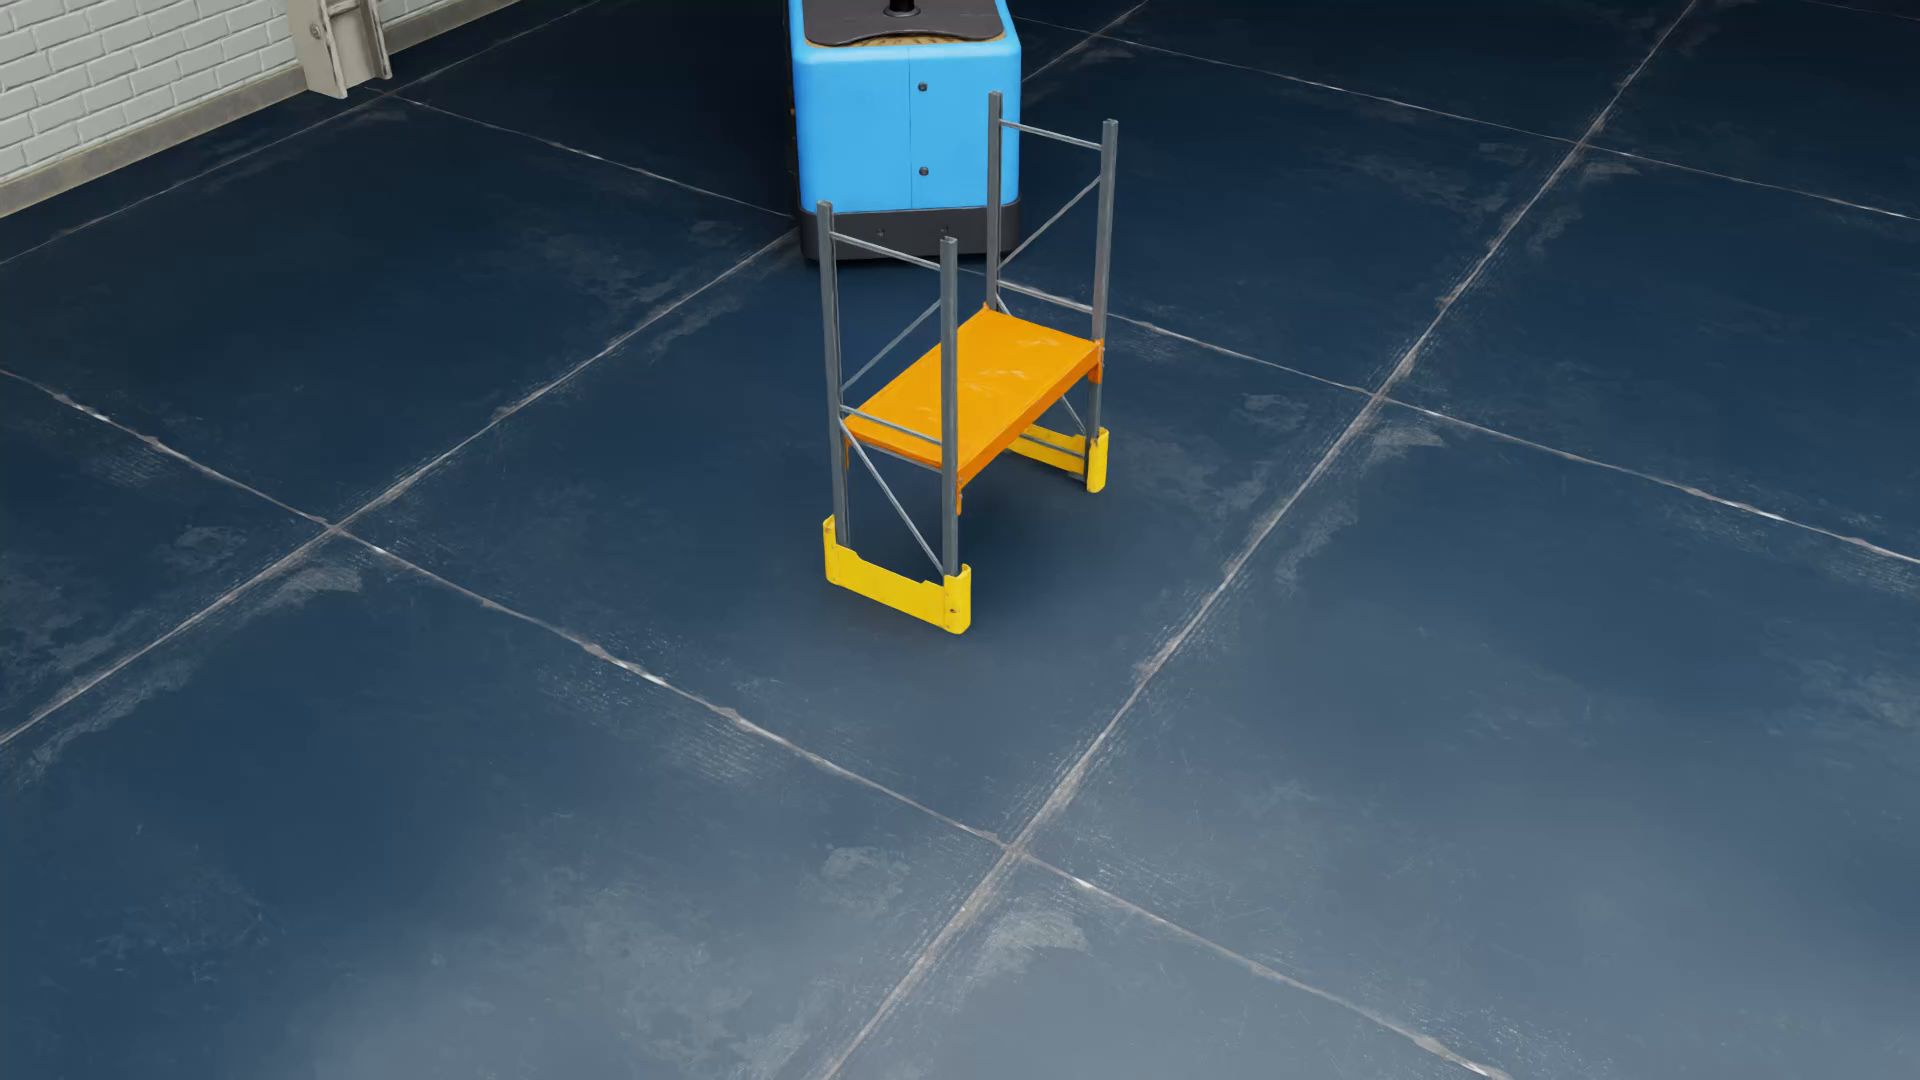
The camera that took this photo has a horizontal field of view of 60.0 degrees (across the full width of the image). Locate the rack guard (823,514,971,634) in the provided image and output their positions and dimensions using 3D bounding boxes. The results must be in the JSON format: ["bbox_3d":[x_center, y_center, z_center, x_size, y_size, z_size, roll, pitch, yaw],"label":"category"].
[{"bbox_3d":[-0.226,0.118,5.892,0.587,0.250,0.087,21,42,25],"label":"rack guard"}]

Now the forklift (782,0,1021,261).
[{"bbox_3d":[-0.381,-3.365,8.215,1.130,2.935,3.031,-4,38,-5],"label":"forklift"}]

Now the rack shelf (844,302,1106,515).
[{"bbox_3d":[0.046,-0.496,5.959,0.538,0.185,1.000,21,42,25],"label":"rack shelf"}]

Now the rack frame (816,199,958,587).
[{"bbox_3d":[-0.227,-0.376,5.509,0.500,1.500,0.032,21,42,25],"label":"rack frame"}]

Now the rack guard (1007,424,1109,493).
[{"bbox_3d":[0.308,-0.395,6.558,0.587,0.250,0.087,21,42,25],"label":"rack guard"}]

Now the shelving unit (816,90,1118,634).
[{"bbox_3d":[0.041,-0.633,5.843,0.587,1.500,1.083,21,42,25],"label":"shelving unit"}]

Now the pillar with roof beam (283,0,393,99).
[{"bbox_3d":[0.065,-4.832,5.147,9.100,9.000,0.400,21,42,25],"label":"pillar with roof beam"}]

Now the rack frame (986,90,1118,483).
[{"bbox_3d":[0.318,-0.900,6.189,0.500,1.500,0.032,21,42,25],"label":"rack frame"}]
